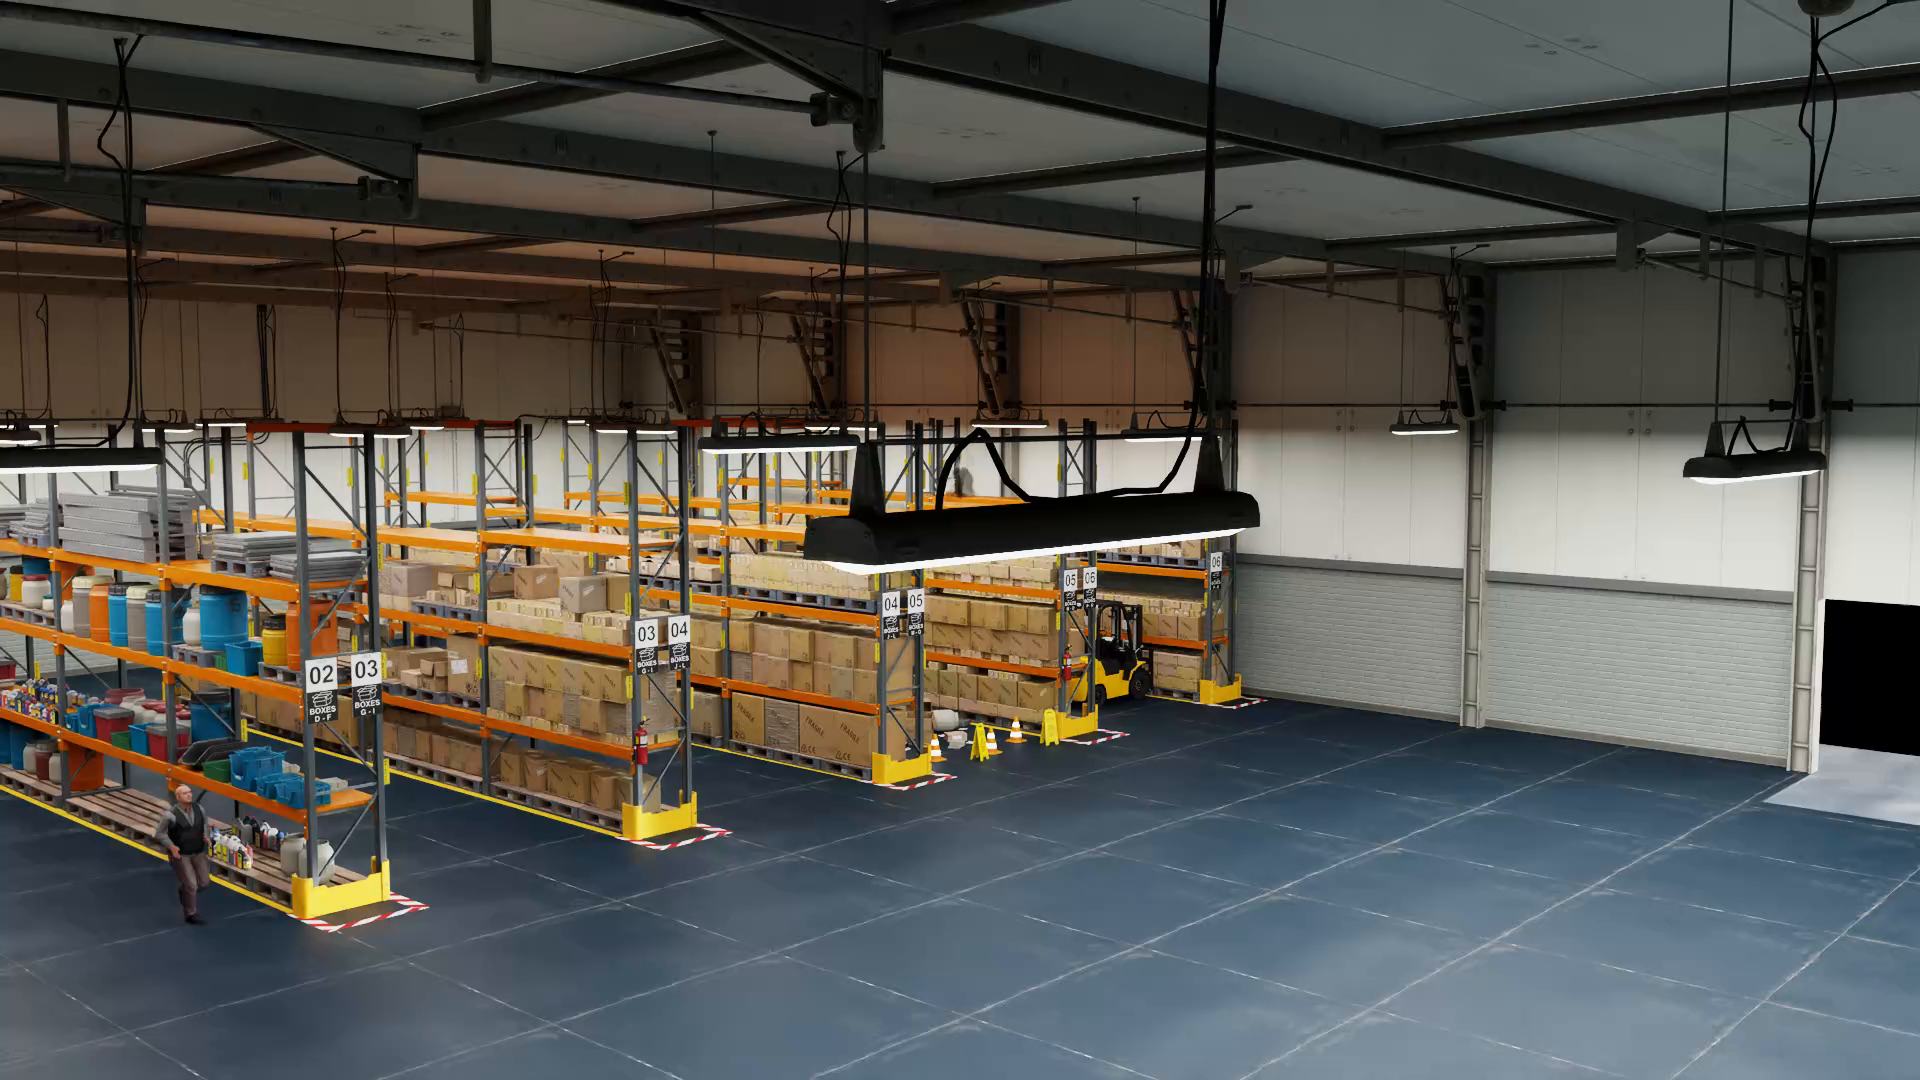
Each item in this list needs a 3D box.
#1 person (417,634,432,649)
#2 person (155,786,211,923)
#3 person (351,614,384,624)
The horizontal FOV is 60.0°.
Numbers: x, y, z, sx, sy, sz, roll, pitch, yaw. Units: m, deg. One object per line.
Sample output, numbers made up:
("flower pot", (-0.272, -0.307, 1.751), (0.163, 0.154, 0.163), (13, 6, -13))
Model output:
("person", (-12.960, 2.242, 40.239), (0.797, 1.626, 0.639), (1, 5, 7))
("person", (-9.480, 3.829, 20.341), (0.640, 1.678, 0.650), (3, 6, 36))
("person", (-14.007, 2.242, 38.974), (0.797, 1.761, 1.006), (3, 5, 29))
